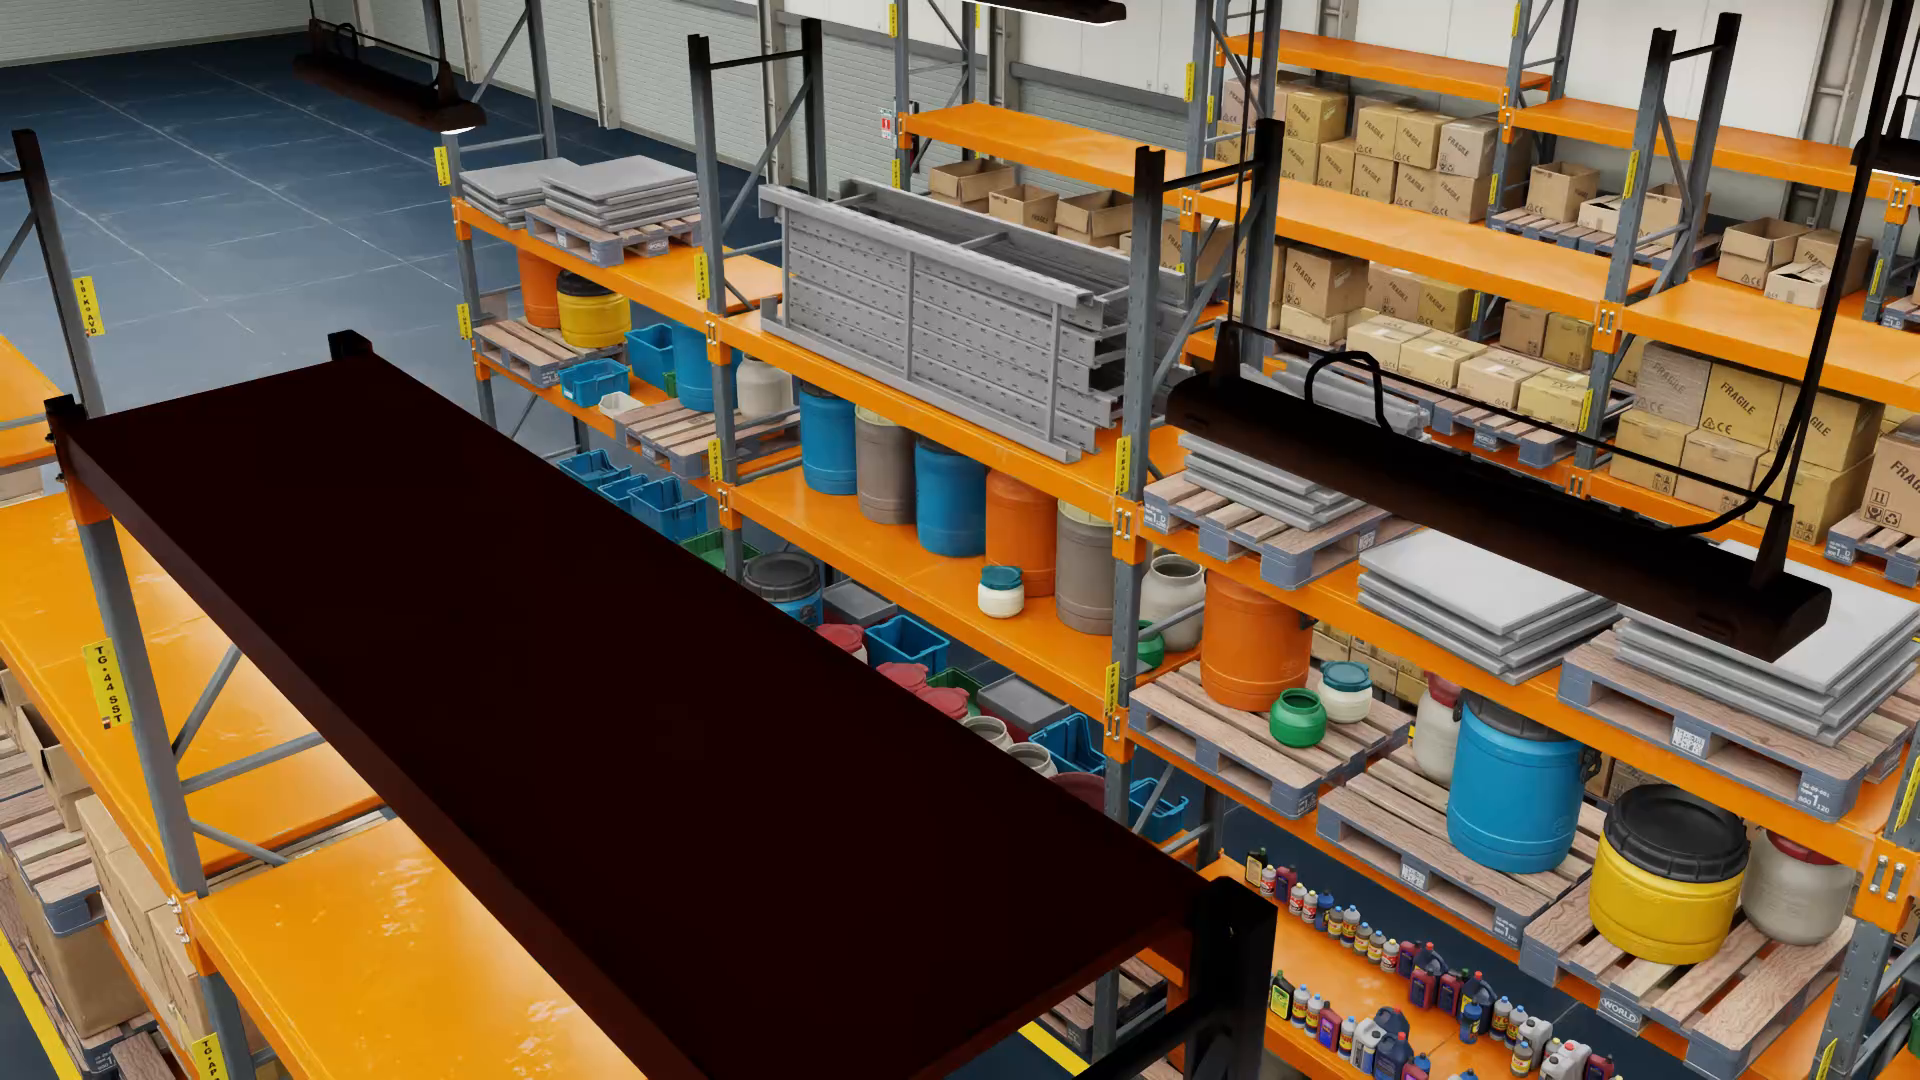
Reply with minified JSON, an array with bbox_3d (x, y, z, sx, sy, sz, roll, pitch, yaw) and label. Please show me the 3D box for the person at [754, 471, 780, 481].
[{"bbox_3d":[-2.236,-1.473,18.491,0.449,1.767,0.592,-21,34,-35],"label":"person"}]
